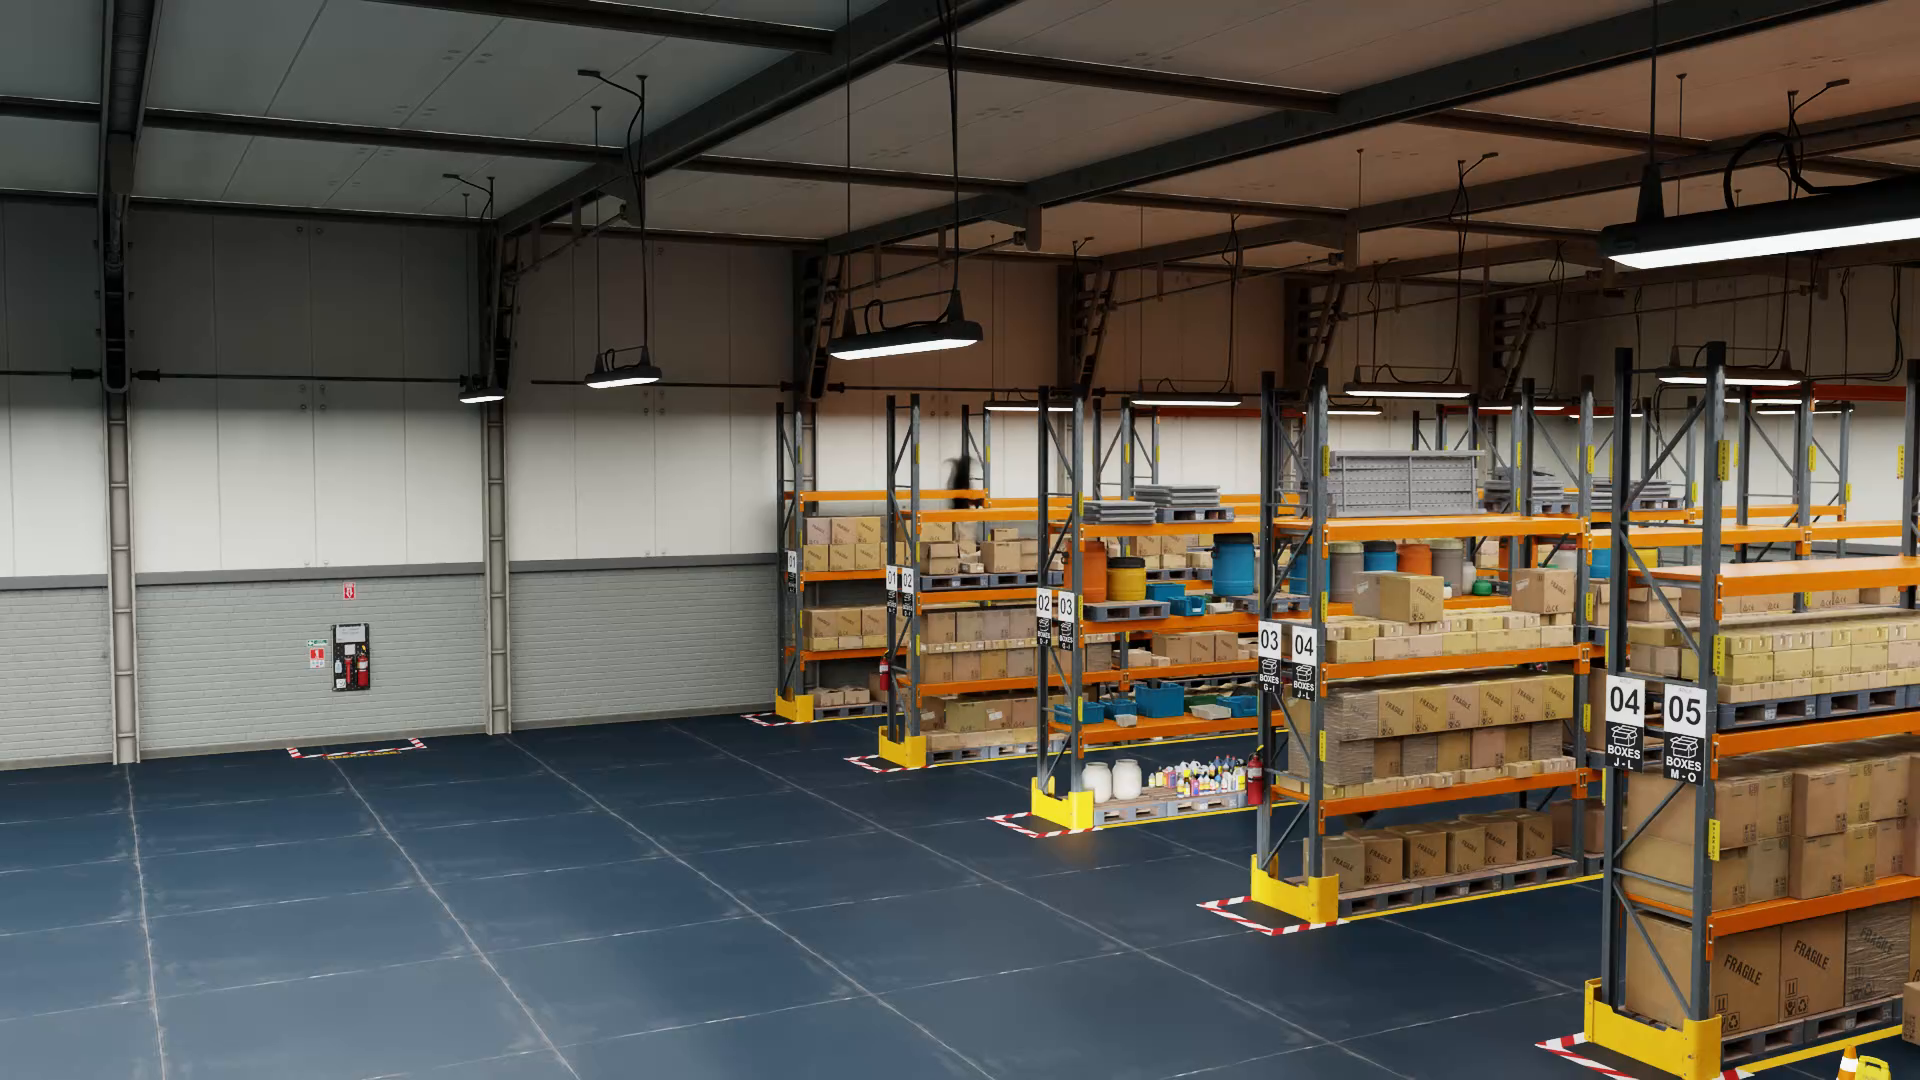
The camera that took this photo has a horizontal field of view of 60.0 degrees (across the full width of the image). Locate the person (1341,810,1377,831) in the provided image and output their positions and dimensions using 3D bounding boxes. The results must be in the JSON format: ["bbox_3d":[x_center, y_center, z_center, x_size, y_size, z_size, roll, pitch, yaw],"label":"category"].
[{"bbox_3d":[5.267,3.104,21.956,0.707,1.724,0.799,-1,3,-12],"label":"person"}]

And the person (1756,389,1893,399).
[{"bbox_3d":[9.801,0.557,28.733,3.717,5.845,13.703,-2,4,-25],"label":"person"}]
